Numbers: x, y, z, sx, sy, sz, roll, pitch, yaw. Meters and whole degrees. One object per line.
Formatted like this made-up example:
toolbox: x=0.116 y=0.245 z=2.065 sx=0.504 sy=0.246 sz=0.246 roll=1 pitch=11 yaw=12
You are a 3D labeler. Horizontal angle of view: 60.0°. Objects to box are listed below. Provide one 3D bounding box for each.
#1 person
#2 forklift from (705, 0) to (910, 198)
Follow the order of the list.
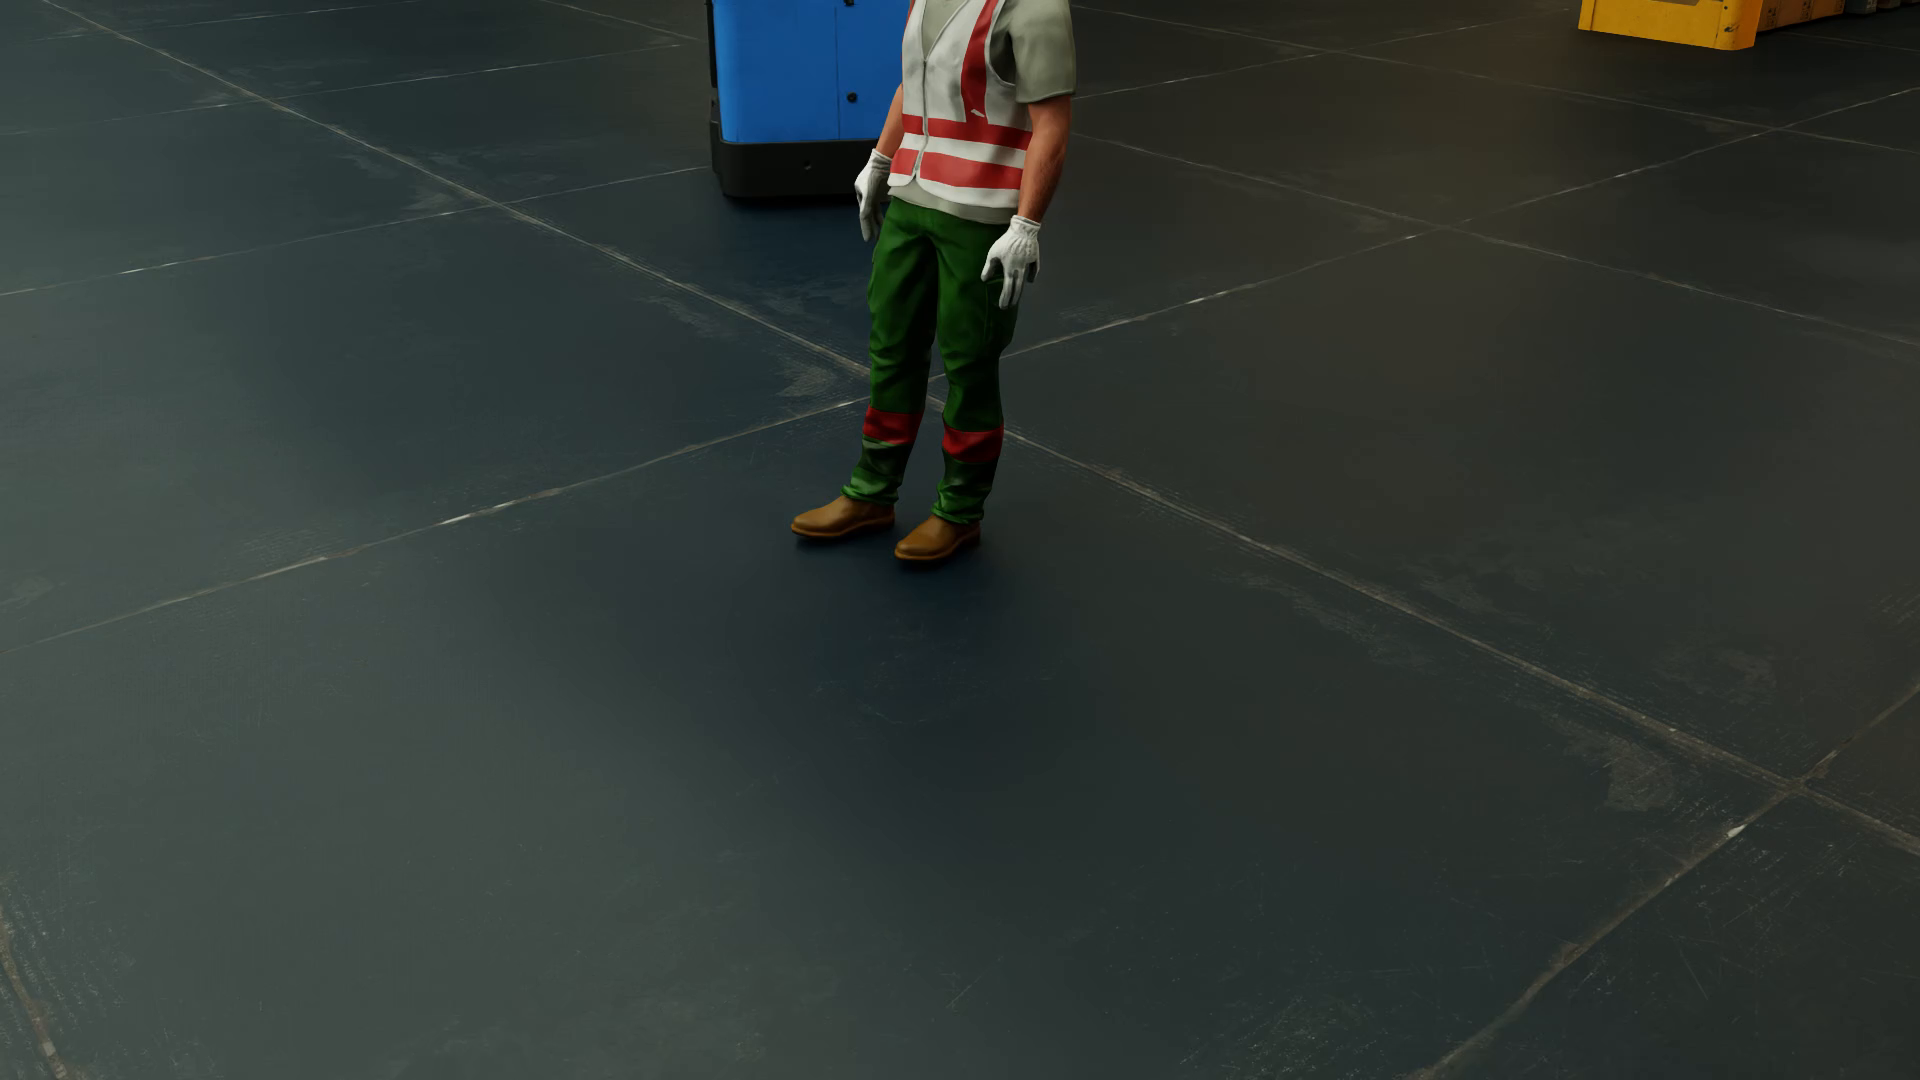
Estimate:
person: x=-0.069 y=-0.790 z=4.063 sx=0.564 sy=1.787 sz=0.637 roll=-20 pitch=33 yaw=-35
forklift: x=-0.760 y=-3.468 z=8.195 sx=1.130 sy=2.935 sz=3.031 roll=-4 pitch=27 yaw=-8
